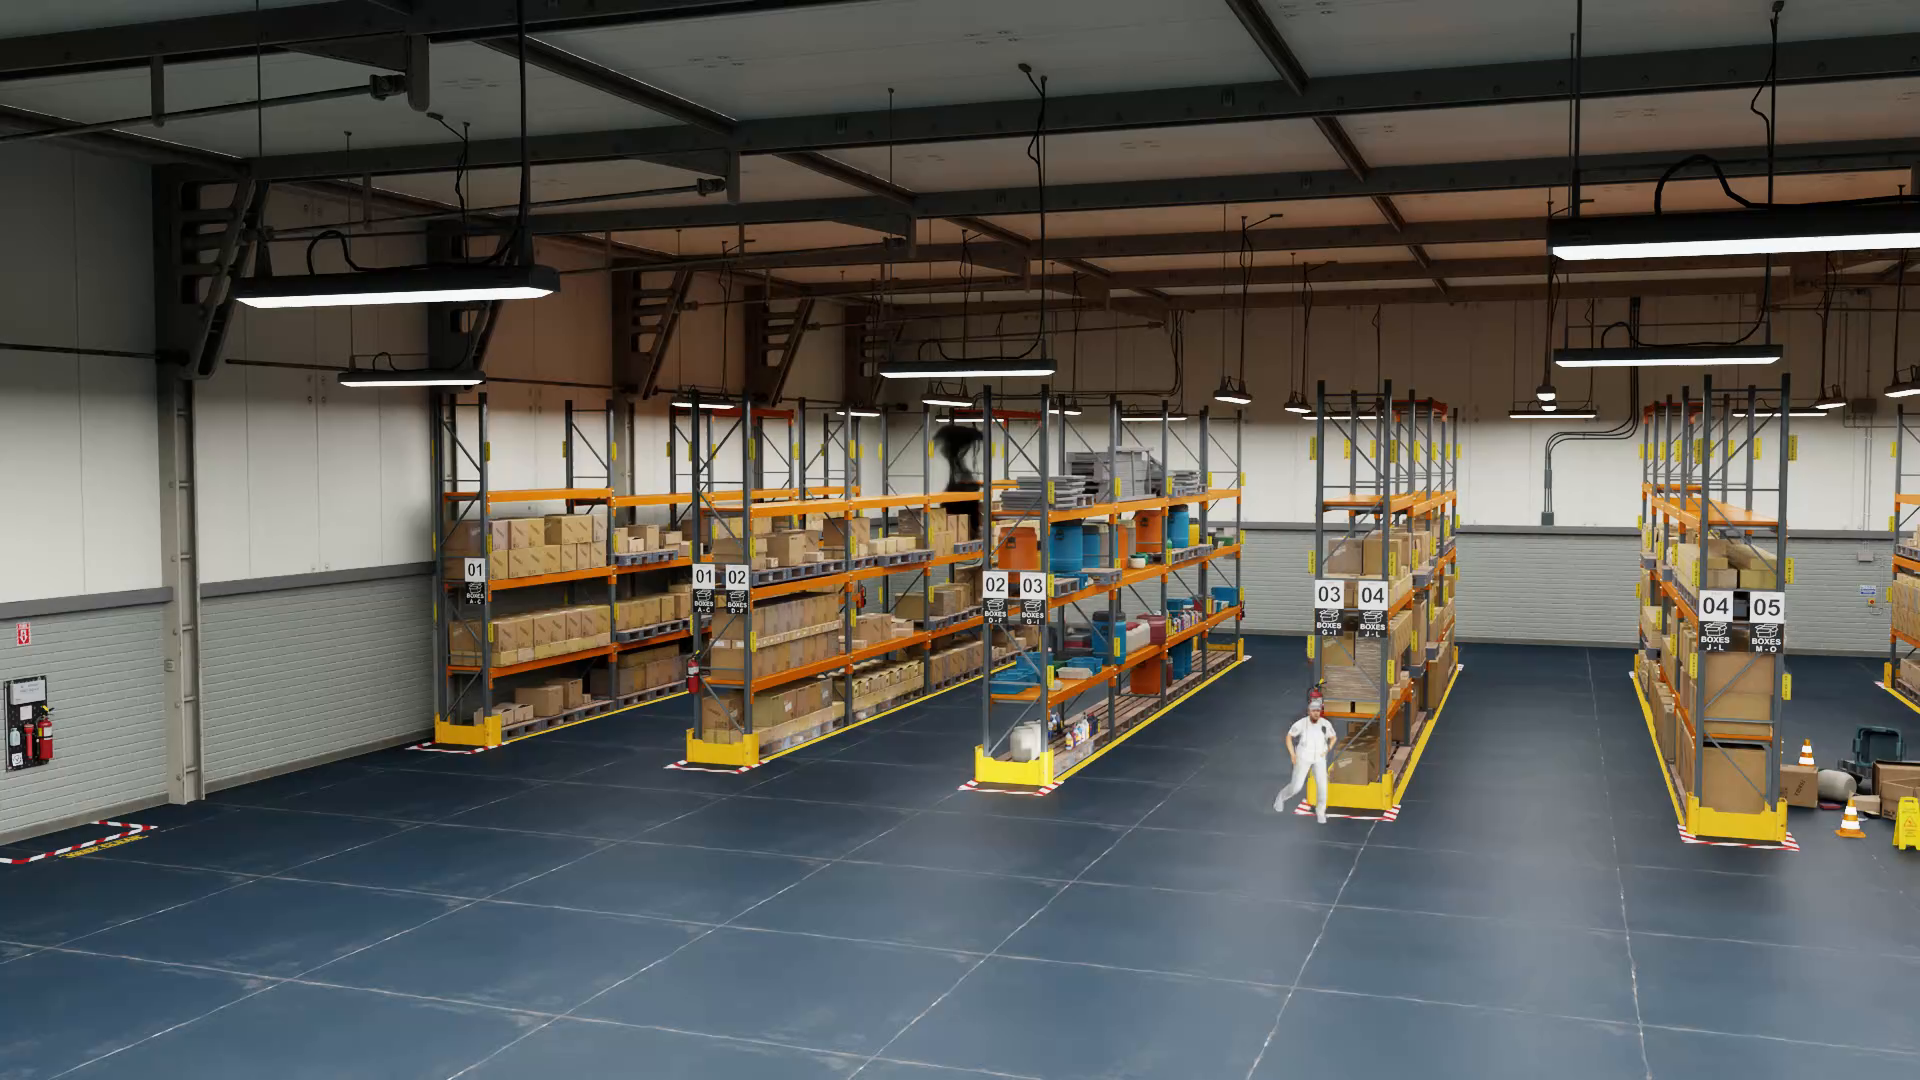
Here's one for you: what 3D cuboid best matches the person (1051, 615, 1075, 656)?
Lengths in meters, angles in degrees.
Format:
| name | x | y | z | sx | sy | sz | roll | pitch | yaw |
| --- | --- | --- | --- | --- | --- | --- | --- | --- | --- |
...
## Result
| name | x | y | z | sx | sy | sz | roll | pitch | yaw |
| --- | --- | --- | --- | --- | --- | --- | --- | --- | --- |
| person | 2.099 | 2.356 | 33.503 | 0.641 | 1.748 | 0.893 | 2 | 3 | 27 |

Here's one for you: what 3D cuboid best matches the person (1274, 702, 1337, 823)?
| name | x | y | z | sx | sy | sz | roll | pitch | yaw |
| --- | --- | --- | --- | --- | --- | --- | --- | --- | --- |
| person | 4.718 | 3.017 | 22.641 | 0.795 | 1.667 | 0.612 | 0 | 3 | -6 |

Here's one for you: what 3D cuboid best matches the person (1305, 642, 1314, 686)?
| name | x | y | z | sx | sy | sz | roll | pitch | yaw |
| --- | --- | --- | --- | --- | --- | --- | --- | --- | --- |
| person | 7.081 | 2.467 | 32.701 | 0.598 | 1.627 | 0.679 | 1 | 3 | 16 |
